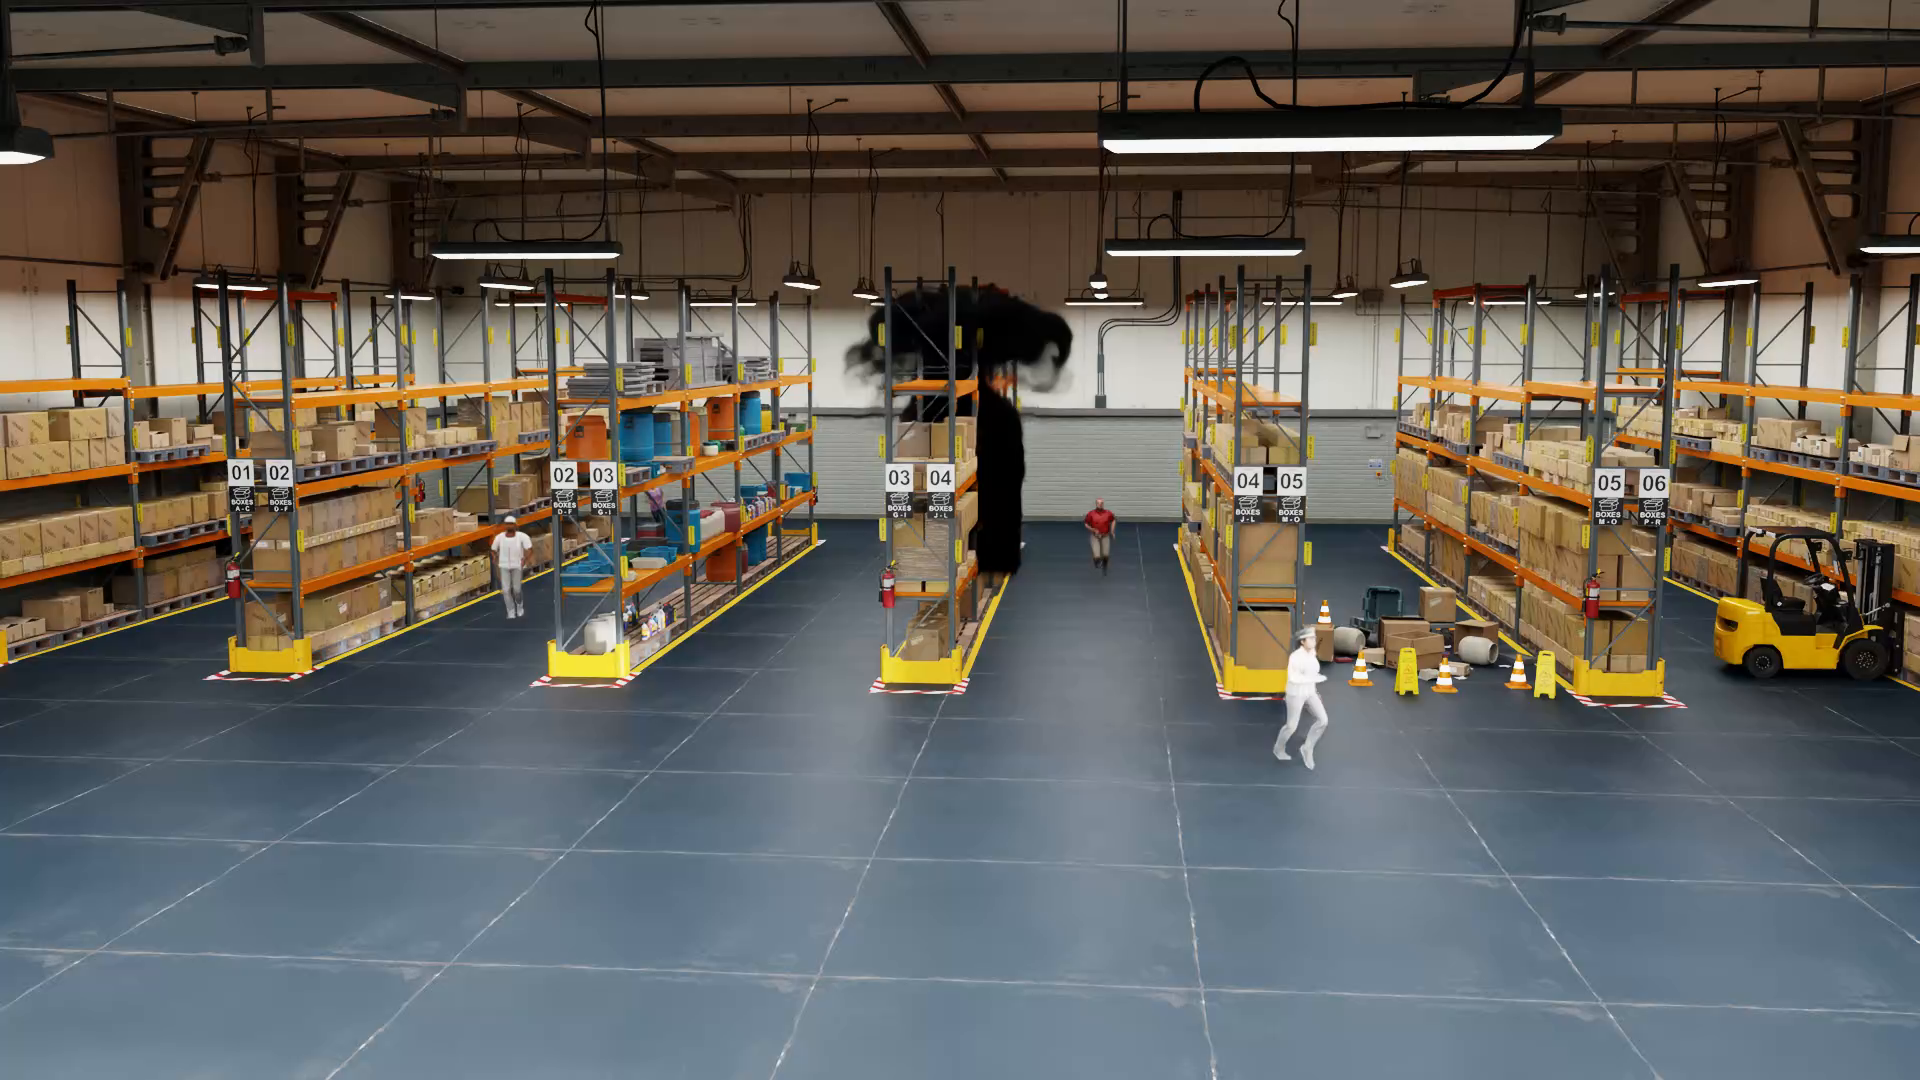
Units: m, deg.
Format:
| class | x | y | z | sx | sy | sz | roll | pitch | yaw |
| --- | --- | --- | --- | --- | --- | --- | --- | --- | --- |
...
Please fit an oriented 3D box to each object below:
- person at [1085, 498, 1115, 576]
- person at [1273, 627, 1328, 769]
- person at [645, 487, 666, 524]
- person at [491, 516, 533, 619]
| class | x | y | z | sx | sy | sz | roll | pitch | yaw |
| --- | --- | --- | --- | --- | --- | --- | --- | --- | --- |
| person | 2.877 | -0.044 | 34.034 | 0.651 | 1.628 | 0.604 | 0 | 7 | 0 |
| person | 3.981 | 1.819 | 19.389 | 0.641 | 1.683 | 0.792 | -6 | 9 | -39 |
| person | -7.500 | -0.758 | 41.129 | 0.595 | 1.570 | 0.610 | -3 | 7 | -22 |
| person | -7.554 | 0.461 | 27.989 | 0.697 | 1.733 | 0.556 | -1 | 7 | -5 |
